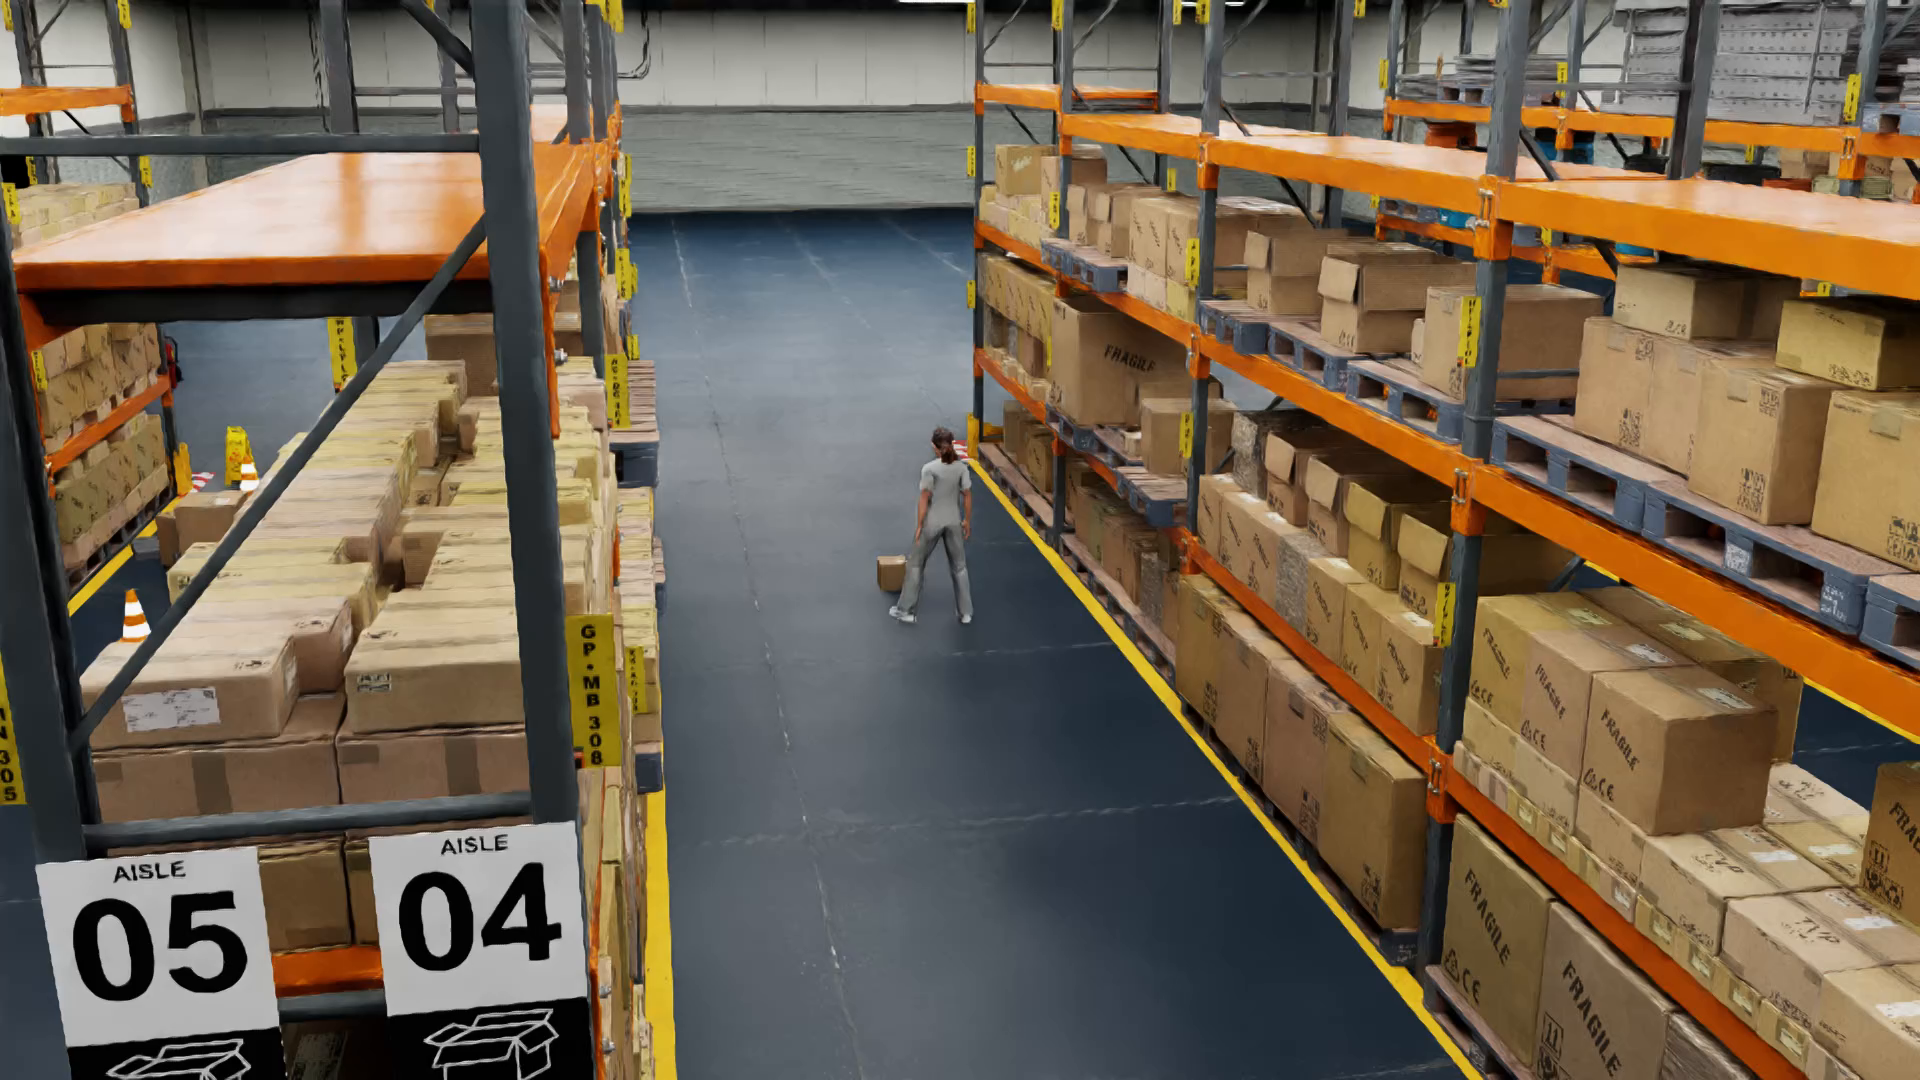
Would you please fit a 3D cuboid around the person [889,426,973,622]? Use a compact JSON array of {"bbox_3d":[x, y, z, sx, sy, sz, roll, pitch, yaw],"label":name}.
[{"bbox_3d":[-0.239,-0.127,13.909,0.642,1.668,0.458,-6,18,-21],"label":"person"}]
